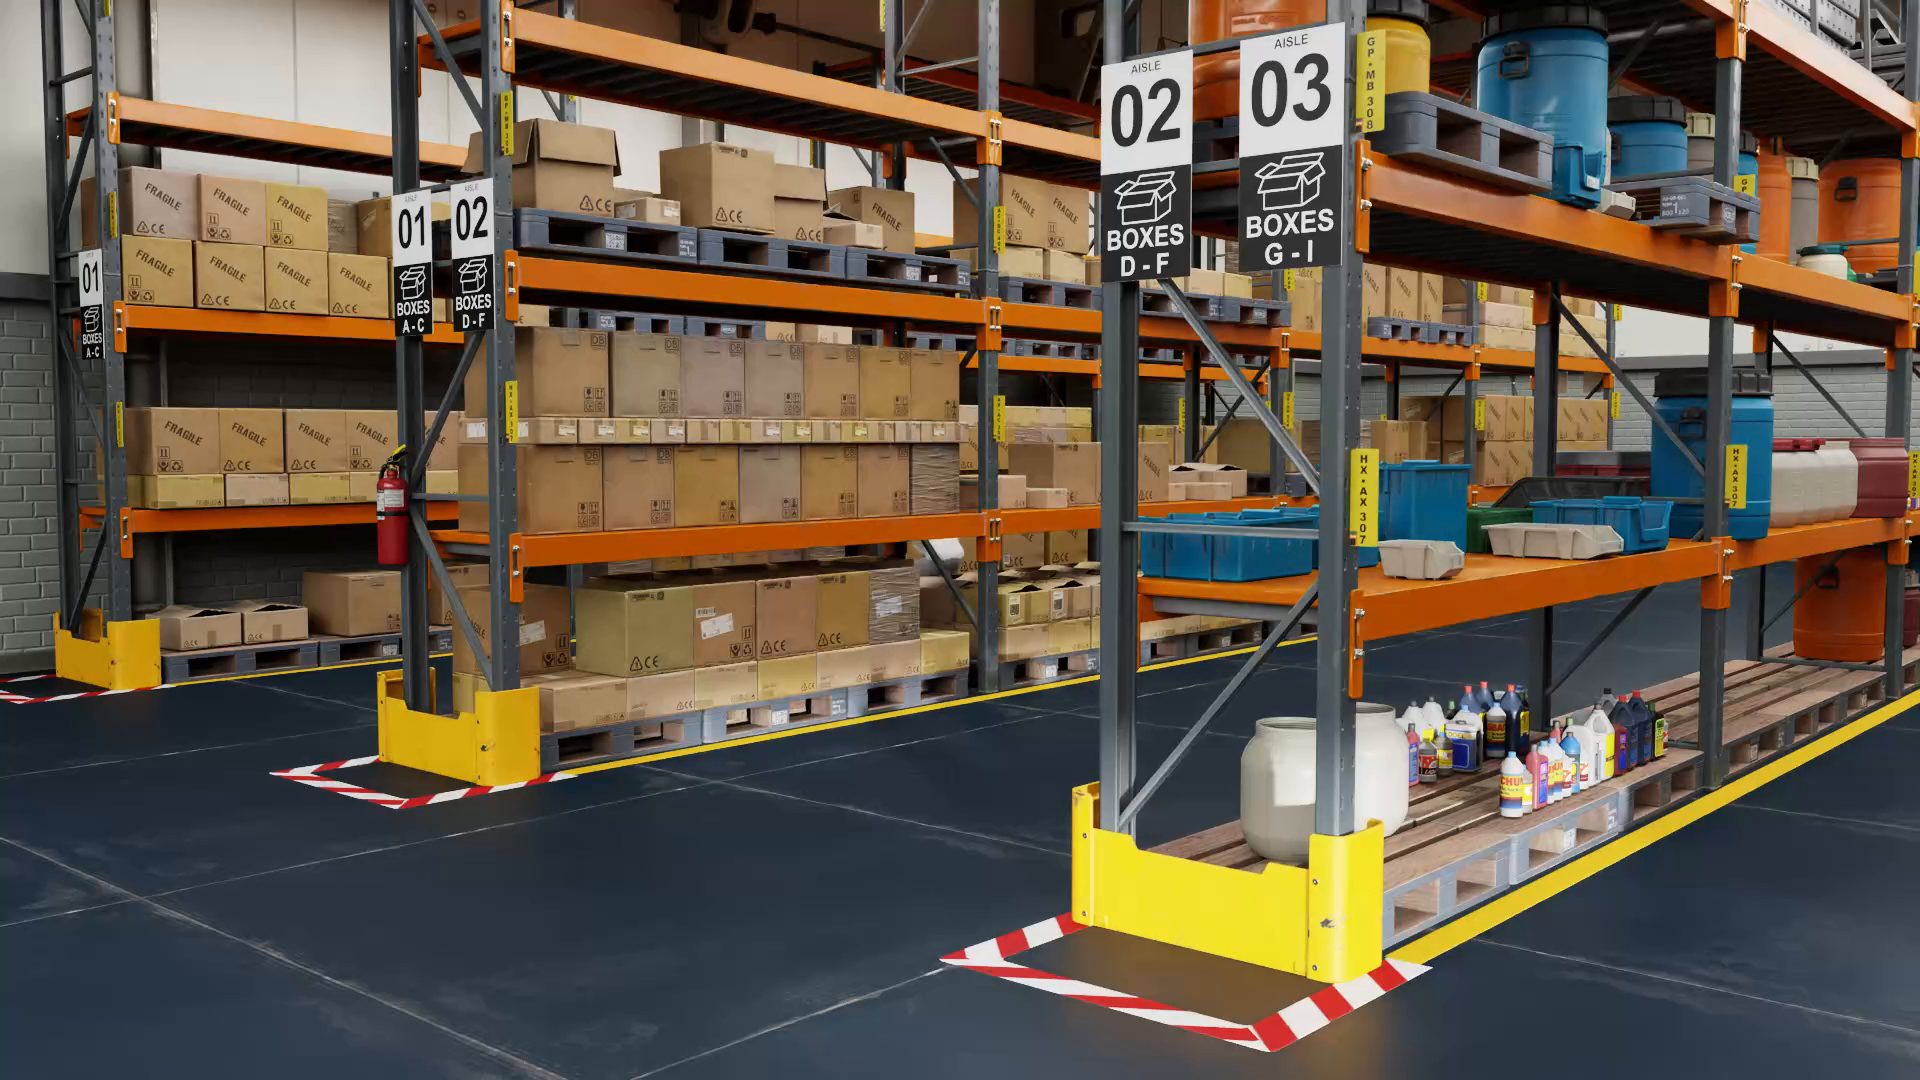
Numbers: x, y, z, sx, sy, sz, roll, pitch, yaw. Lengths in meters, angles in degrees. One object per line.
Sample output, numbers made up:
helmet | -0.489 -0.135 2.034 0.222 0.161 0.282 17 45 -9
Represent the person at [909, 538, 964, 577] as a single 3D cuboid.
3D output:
person | -0.385 0.211 16.726 0.839 1.204 0.620 3 5 41
